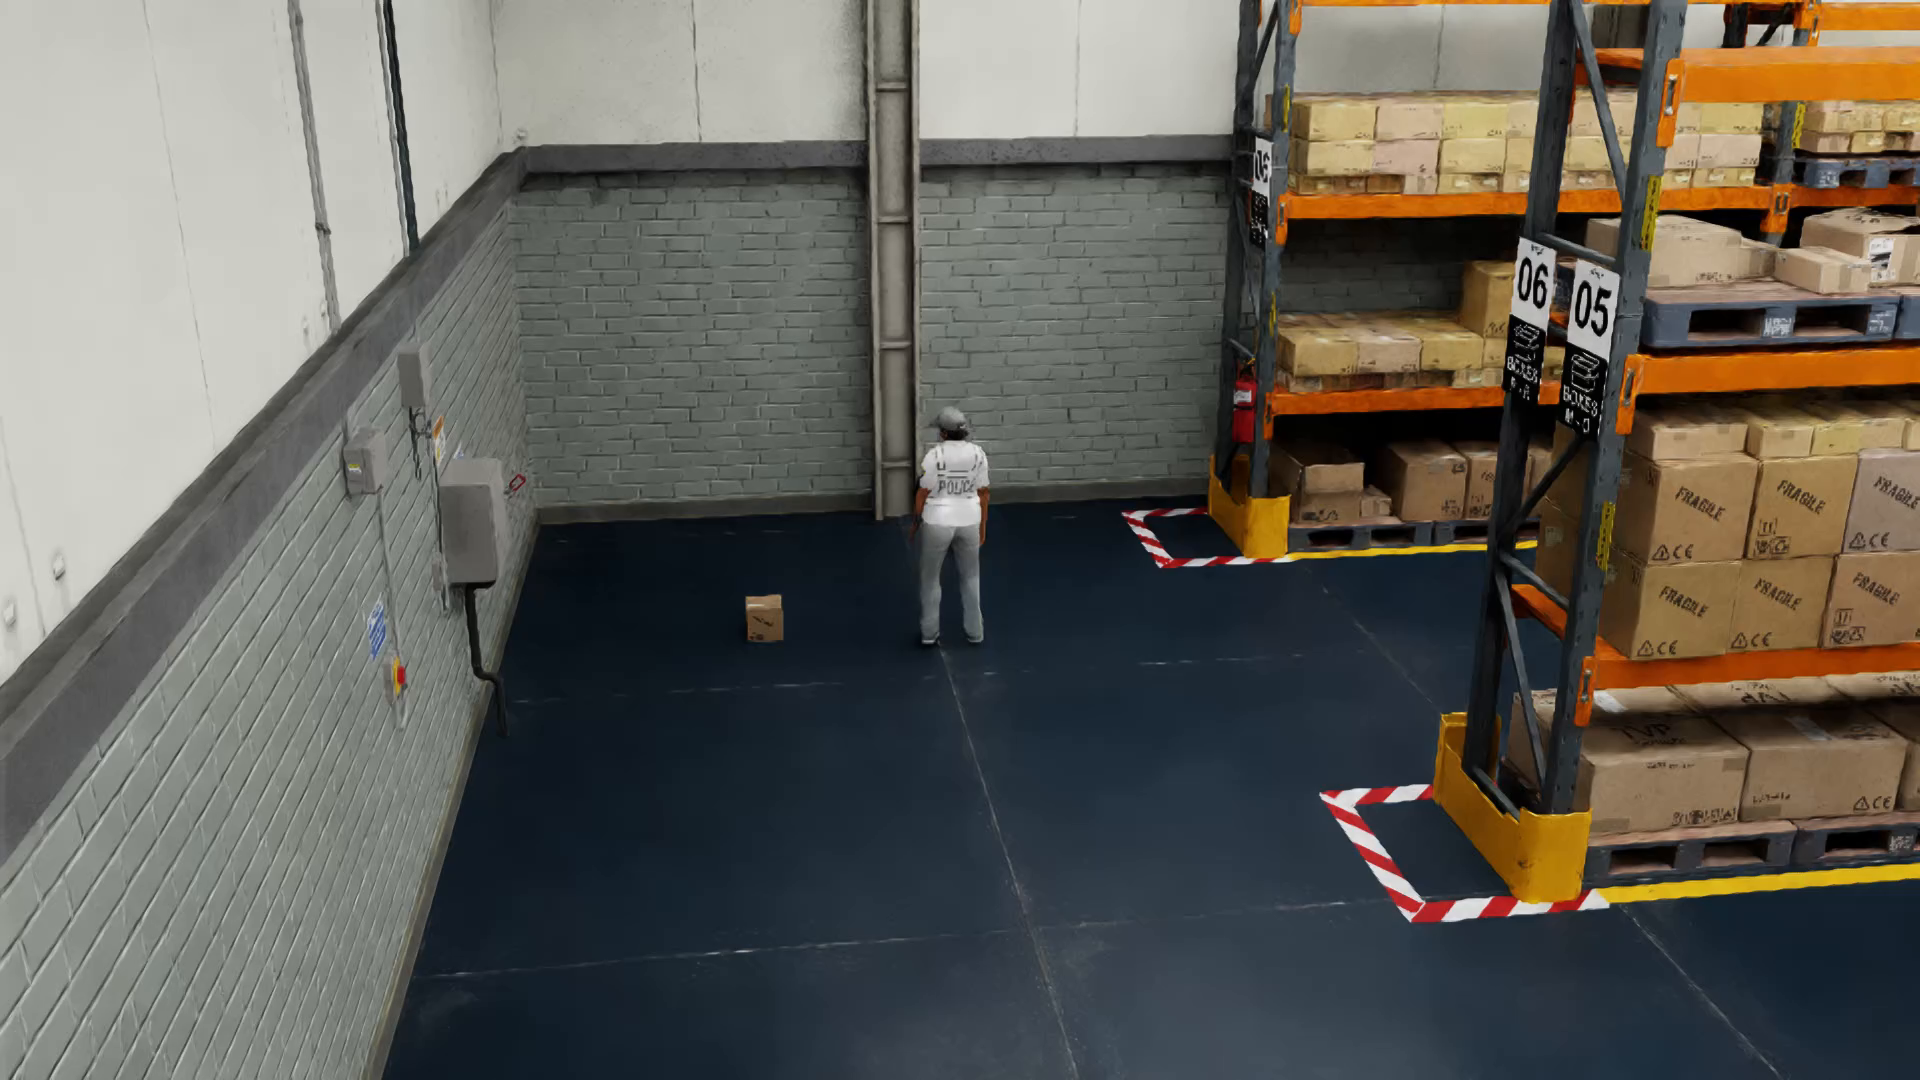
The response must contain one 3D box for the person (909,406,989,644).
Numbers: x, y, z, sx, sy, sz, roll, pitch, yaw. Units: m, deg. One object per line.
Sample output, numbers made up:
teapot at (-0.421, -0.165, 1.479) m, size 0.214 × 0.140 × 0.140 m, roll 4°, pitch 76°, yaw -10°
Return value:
person at (-0.062, -0.083, 11.241) m, size 0.529 × 1.675 × 0.393 m, roll -7°, pitch 21°, yaw -17°
